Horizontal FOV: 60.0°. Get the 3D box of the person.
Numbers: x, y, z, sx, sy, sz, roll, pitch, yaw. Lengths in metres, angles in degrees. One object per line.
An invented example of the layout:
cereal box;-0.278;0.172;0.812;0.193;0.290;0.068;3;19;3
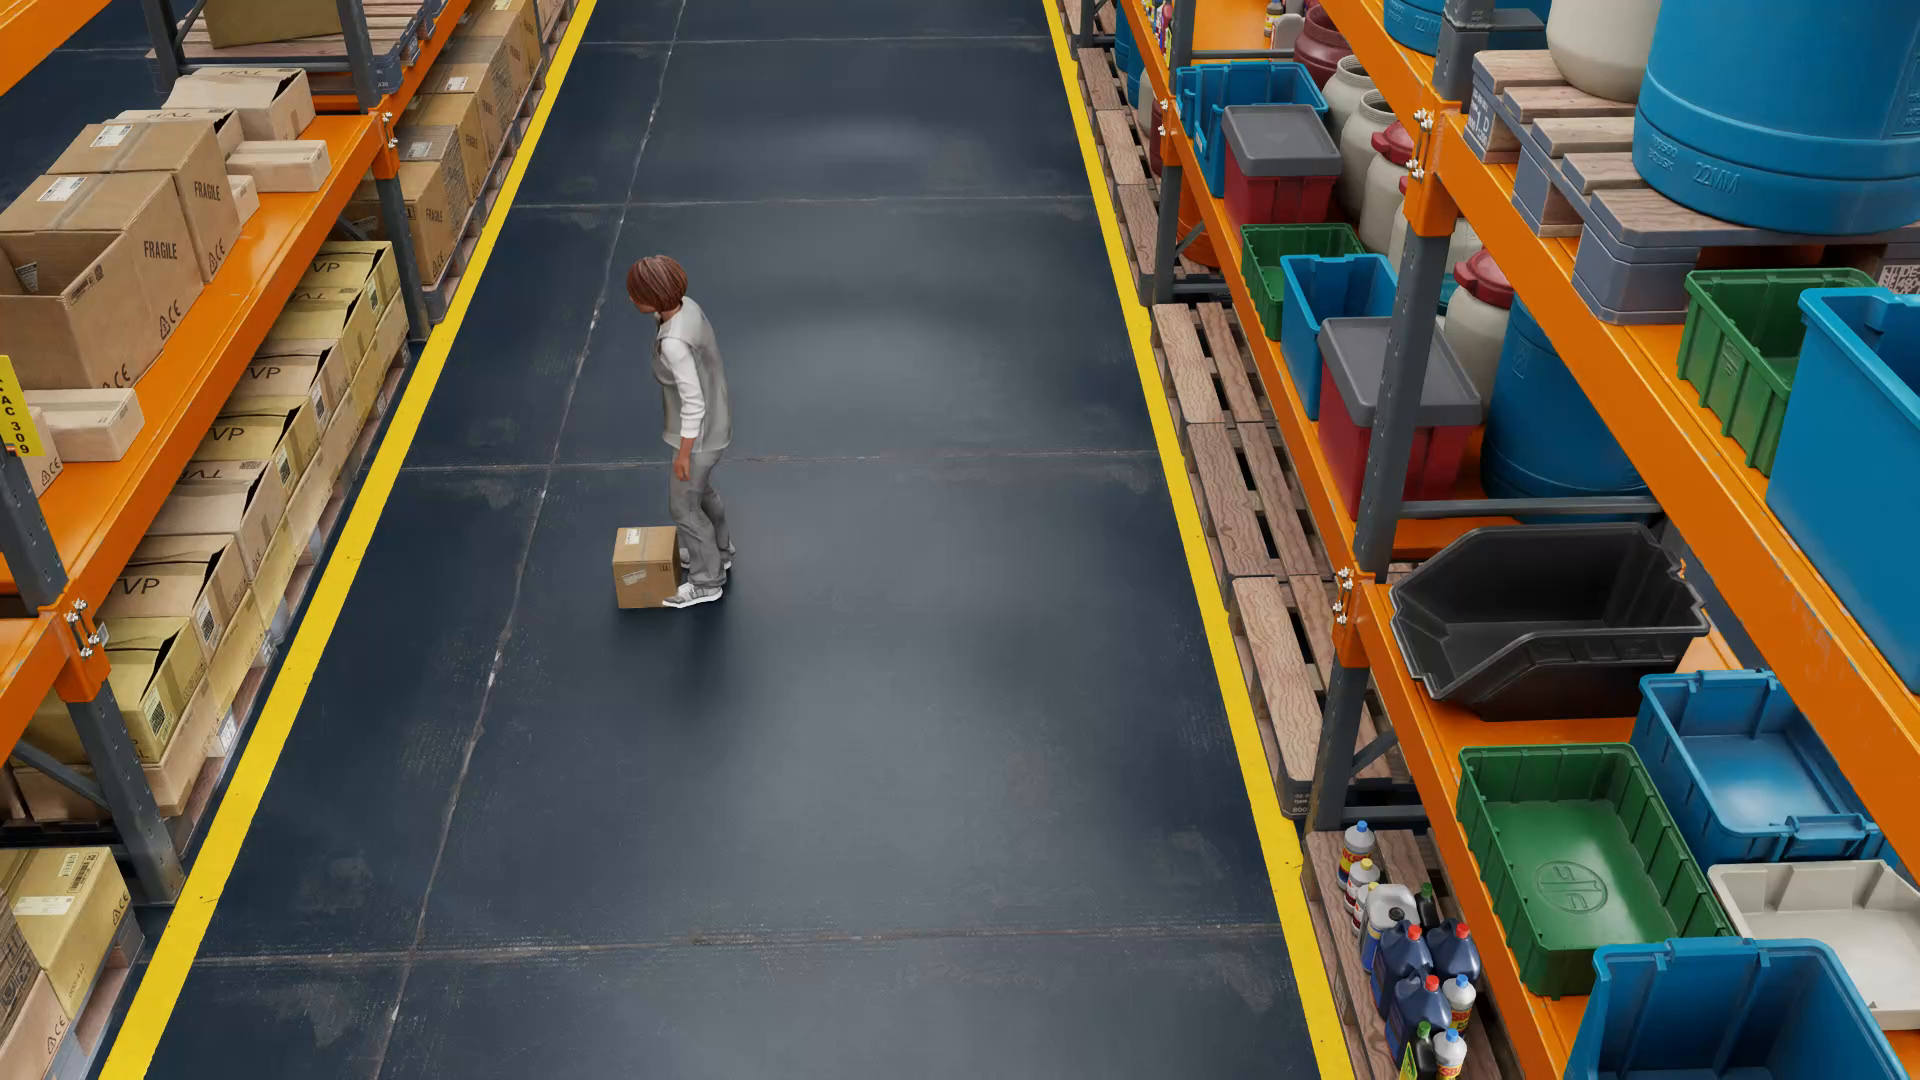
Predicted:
person;-1.112;-0.432;6.767;0.374;1.581;0.485;-4;36;-5
